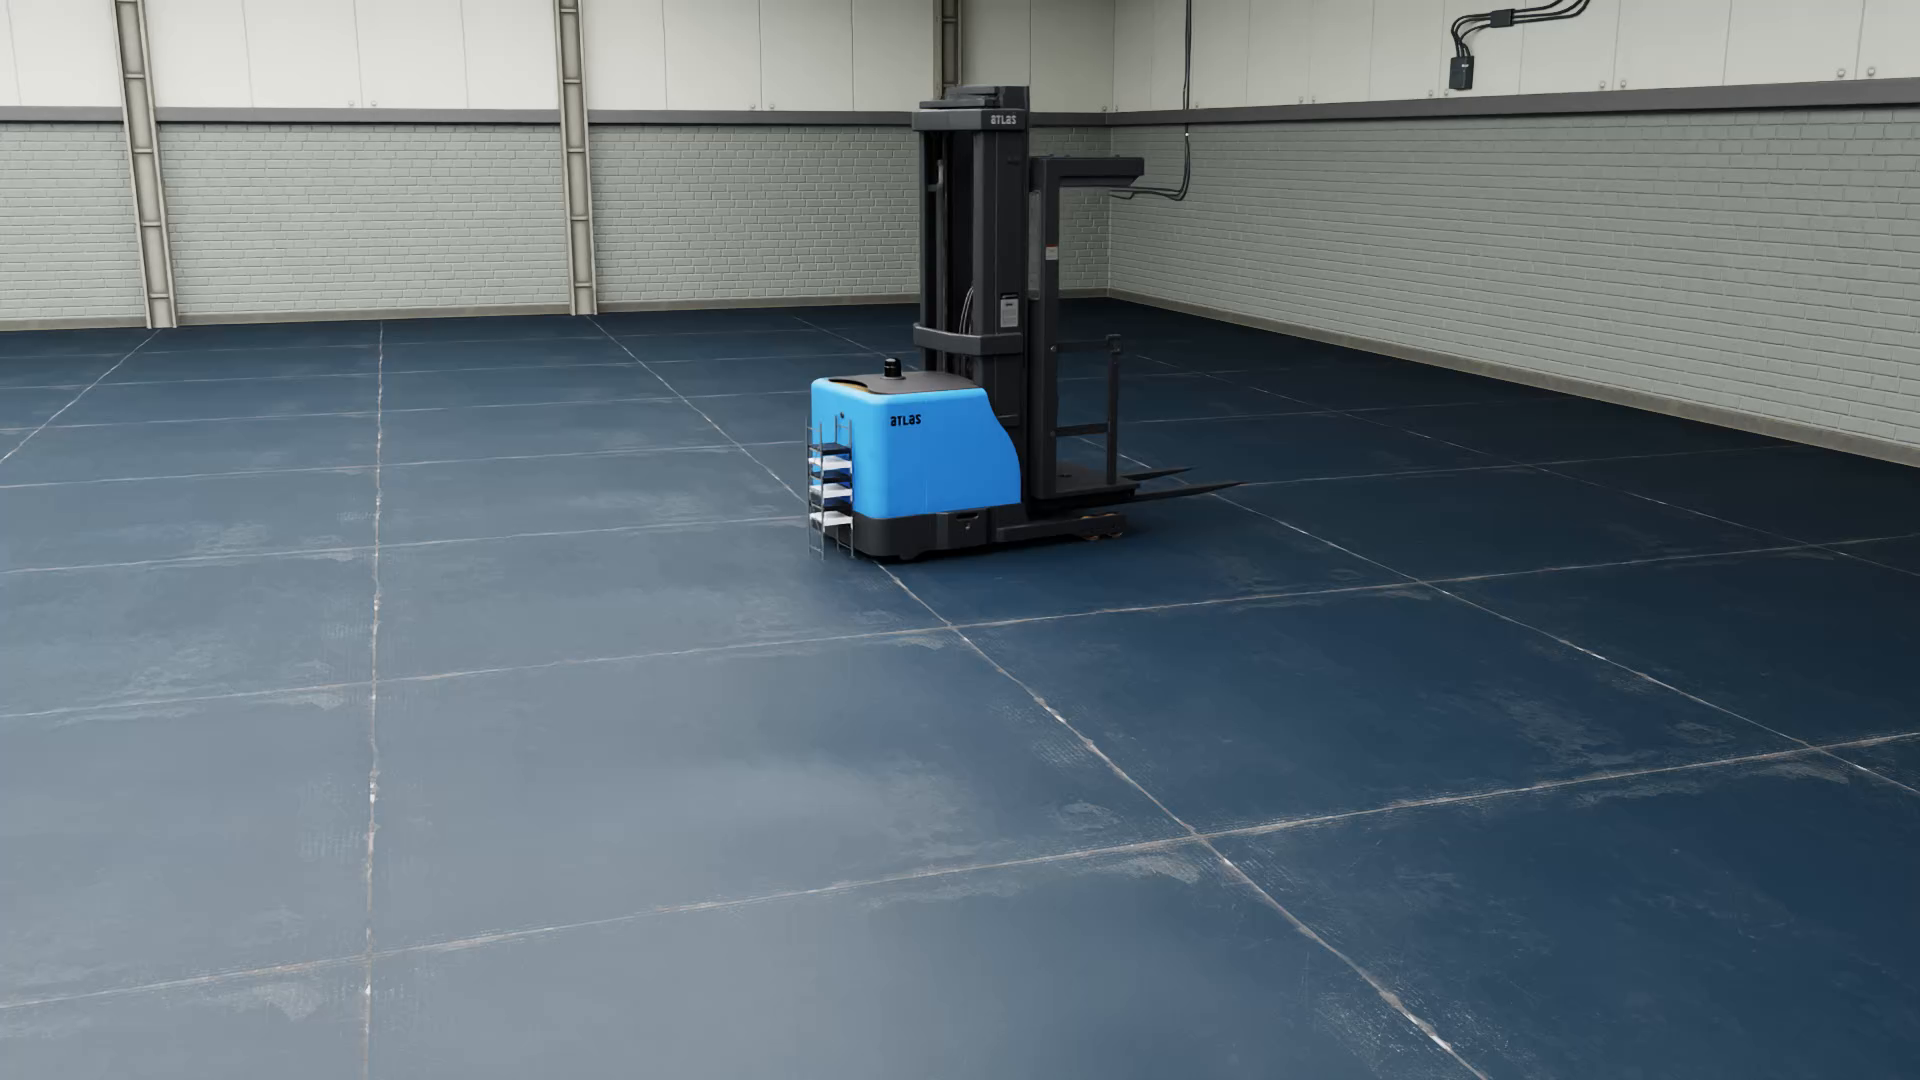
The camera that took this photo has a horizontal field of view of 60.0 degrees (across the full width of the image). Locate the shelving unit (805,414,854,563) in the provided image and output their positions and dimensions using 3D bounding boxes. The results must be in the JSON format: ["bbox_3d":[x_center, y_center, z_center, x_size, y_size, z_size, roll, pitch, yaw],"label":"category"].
[{"bbox_3d":[-0.831,-0.330,10.585,0.210,0.900,0.258,-7,15,-28],"label":"shelving unit"}]

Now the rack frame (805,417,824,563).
[{"bbox_3d":[-0.920,-0.319,10.538,0.006,0.900,0.240,-7,15,-28],"label":"rack frame"}]

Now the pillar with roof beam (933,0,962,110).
[{"bbox_3d":[1.170,-7.417,22.876,0.400,9.000,9.100,-4,14,-18],"label":"pillar with roof beam"}]

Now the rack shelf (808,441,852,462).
[{"bbox_3d":[-0.831,-0.560,10.530,0.200,0.077,0.258,-7,15,-28],"label":"rack shelf"}]

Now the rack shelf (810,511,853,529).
[{"bbox_3d":[-0.831,-0.122,10.635,0.200,0.077,0.258,-7,15,-28],"label":"rack shelf"}]

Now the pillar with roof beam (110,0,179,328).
[{"bbox_3d":[-10.203,-6.531,19.153,0.400,9.000,9.100,-4,14,-18],"label":"pillar with roof beam"}]

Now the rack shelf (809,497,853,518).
[{"bbox_3d":[-0.831,-0.210,10.614,0.200,0.077,0.258,-7,15,-28],"label":"rack shelf"}]

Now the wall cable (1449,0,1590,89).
[{"bbox_3d":[6.024,-7.859,17.389,0.169,6.003,2.305,-4,14,-18],"label":"wall cable"}]

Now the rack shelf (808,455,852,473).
[{"bbox_3d":[-0.831,-0.473,10.551,0.200,0.077,0.258,-7,15,-28],"label":"rack shelf"}]

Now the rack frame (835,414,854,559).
[{"bbox_3d":[-0.742,-0.341,10.633,0.006,0.900,0.240,-7,15,-28],"label":"rack frame"}]

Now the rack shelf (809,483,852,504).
[{"bbox_3d":[-0.831,-0.298,10.593,0.200,0.077,0.258,-7,15,-28],"label":"rack shelf"}]

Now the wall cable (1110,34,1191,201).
[{"bbox_3d":[3.011,-6.777,26.900,0.112,2.526,3.097,-4,14,-18],"label":"wall cable"}]

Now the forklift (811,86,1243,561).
[{"bbox_3d":[0.544,-1.519,11.195,3.031,2.935,1.130,-7,15,-28],"label":"forklift"}]

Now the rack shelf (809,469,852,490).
[{"bbox_3d":[-0.831,-0.385,10.572,0.200,0.077,0.258,-7,15,-28],"label":"rack shelf"}]

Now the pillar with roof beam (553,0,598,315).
[{"bbox_3d":[-4.517,-6.974,21.015,0.400,9.000,9.100,-4,14,-18],"label":"pillar with roof beam"}]

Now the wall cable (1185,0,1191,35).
[{"bbox_3d":[3.874,-8.641,23.821,0.112,2.526,3.097,-4,14,-18],"label":"wall cable"}]
